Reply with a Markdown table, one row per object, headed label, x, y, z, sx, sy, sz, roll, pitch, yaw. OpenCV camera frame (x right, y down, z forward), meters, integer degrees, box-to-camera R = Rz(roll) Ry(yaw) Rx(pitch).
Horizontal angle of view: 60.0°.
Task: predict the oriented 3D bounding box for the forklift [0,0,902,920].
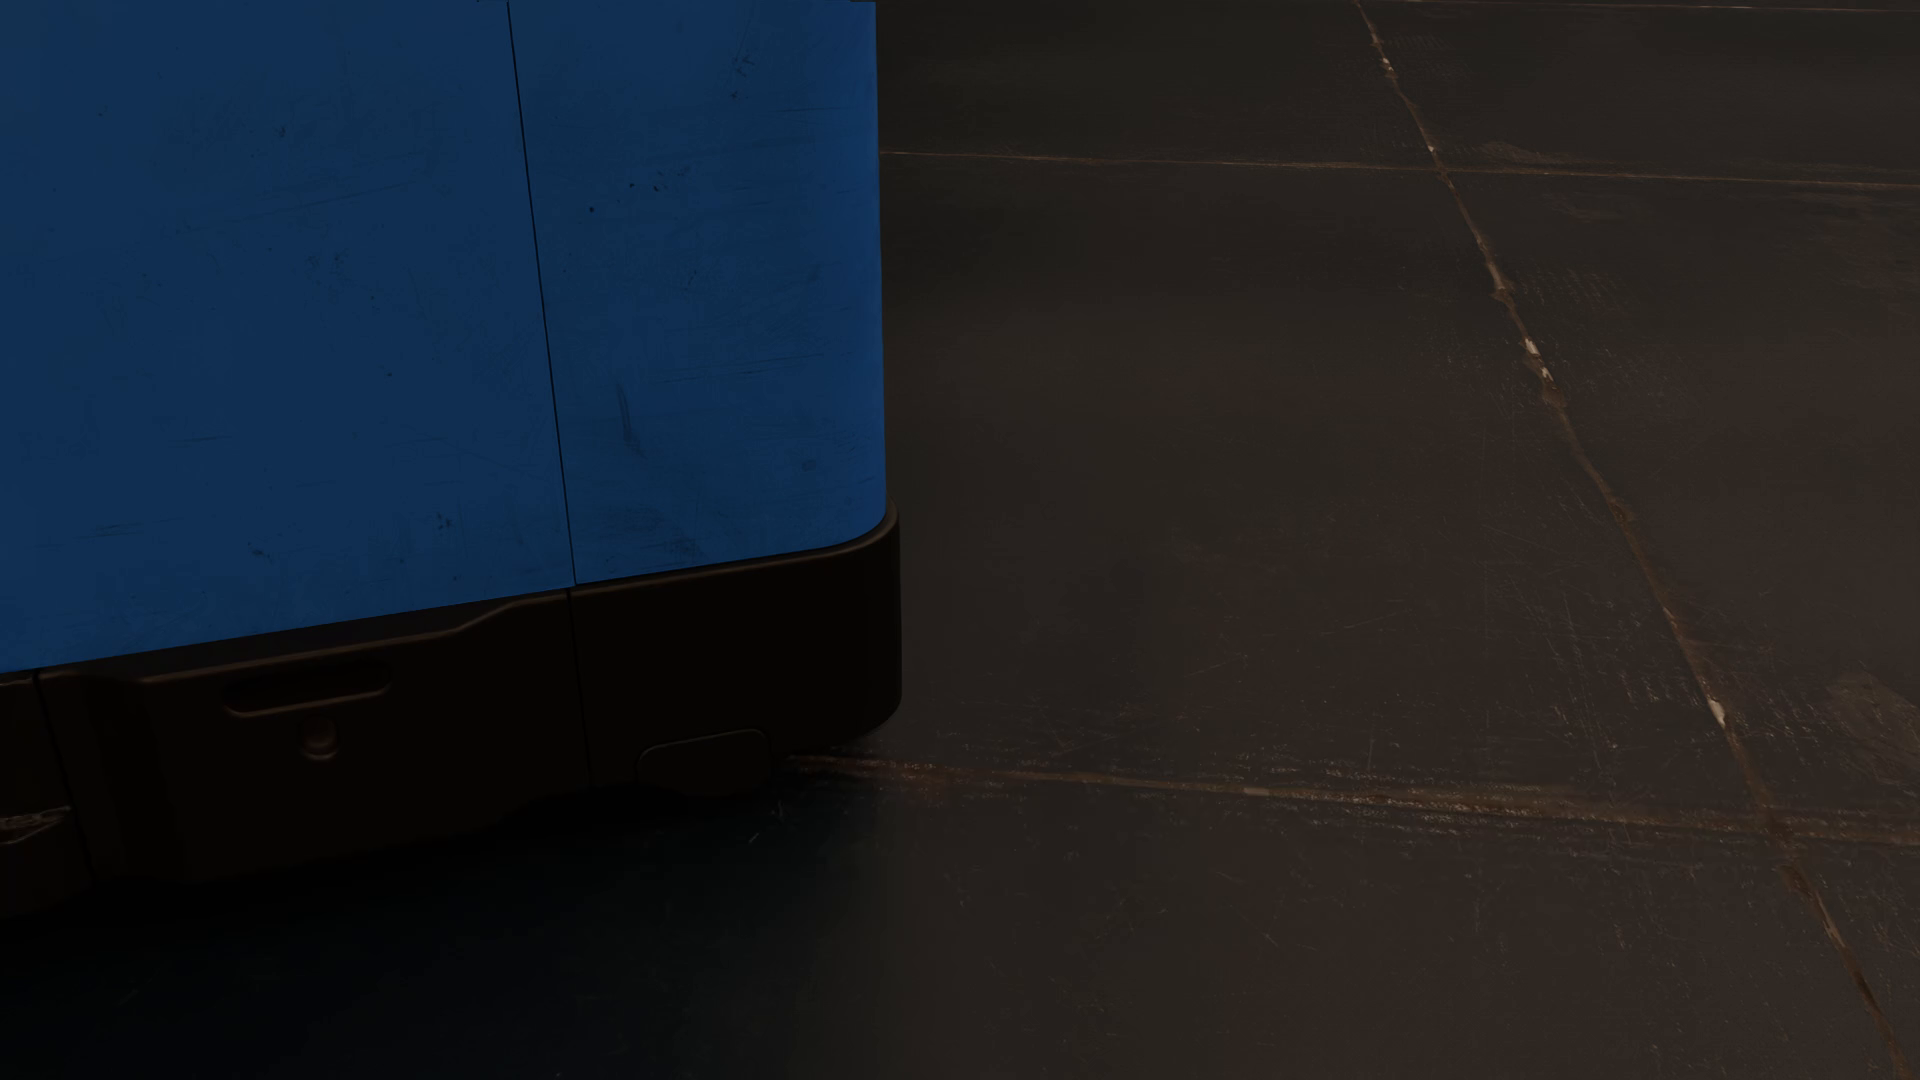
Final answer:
| label | x | y | z | sx | sy | sz | roll | pitch | yaw |
| --- | --- | --- | --- | --- | --- | --- | --- | --- | --- |
| forklift | -1.643 | -1.033 | 1.288 | 3.031 | 2.935 | 1.130 | -9 | 28 | -17 |
